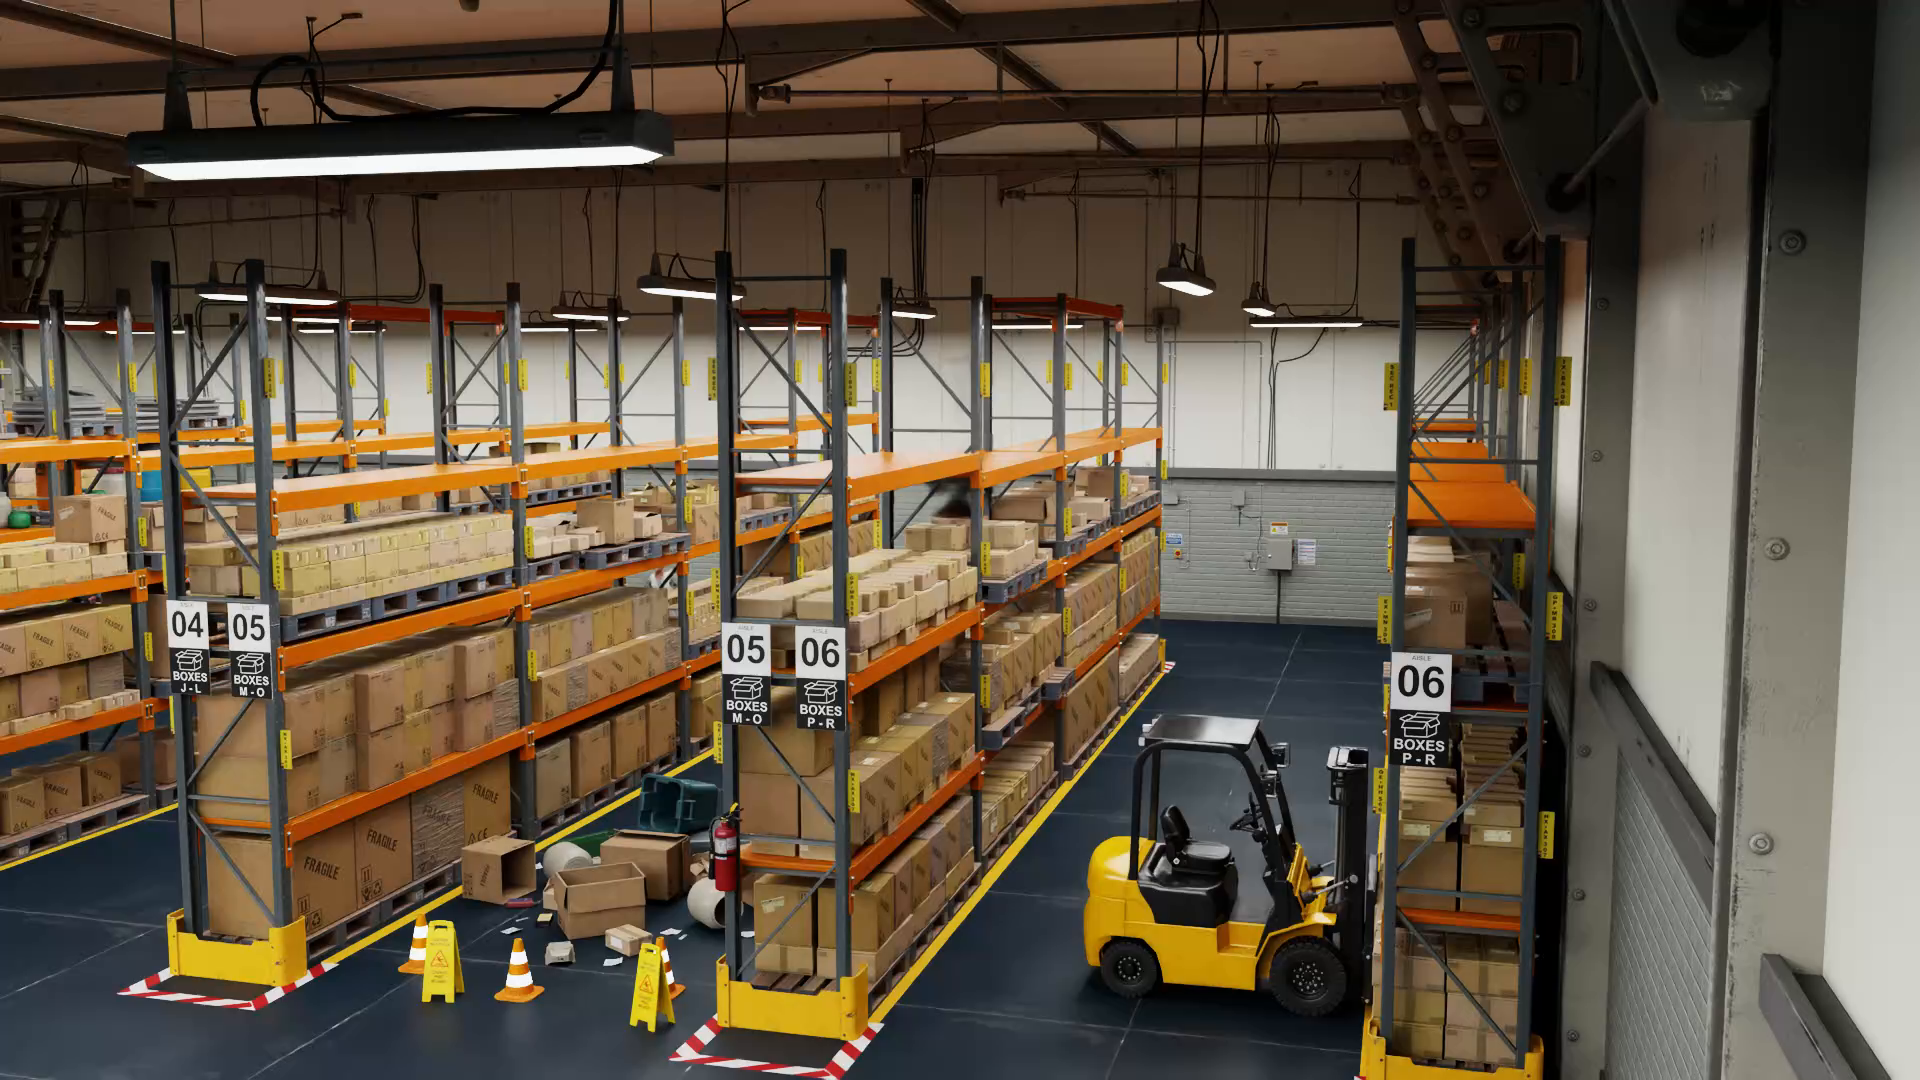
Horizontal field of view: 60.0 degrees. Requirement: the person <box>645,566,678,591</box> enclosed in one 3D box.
[{"bbox_3d":[-5.315,1.173,29.727,0.723,1.713,0.559,1,6,7],"label":"person"}]
